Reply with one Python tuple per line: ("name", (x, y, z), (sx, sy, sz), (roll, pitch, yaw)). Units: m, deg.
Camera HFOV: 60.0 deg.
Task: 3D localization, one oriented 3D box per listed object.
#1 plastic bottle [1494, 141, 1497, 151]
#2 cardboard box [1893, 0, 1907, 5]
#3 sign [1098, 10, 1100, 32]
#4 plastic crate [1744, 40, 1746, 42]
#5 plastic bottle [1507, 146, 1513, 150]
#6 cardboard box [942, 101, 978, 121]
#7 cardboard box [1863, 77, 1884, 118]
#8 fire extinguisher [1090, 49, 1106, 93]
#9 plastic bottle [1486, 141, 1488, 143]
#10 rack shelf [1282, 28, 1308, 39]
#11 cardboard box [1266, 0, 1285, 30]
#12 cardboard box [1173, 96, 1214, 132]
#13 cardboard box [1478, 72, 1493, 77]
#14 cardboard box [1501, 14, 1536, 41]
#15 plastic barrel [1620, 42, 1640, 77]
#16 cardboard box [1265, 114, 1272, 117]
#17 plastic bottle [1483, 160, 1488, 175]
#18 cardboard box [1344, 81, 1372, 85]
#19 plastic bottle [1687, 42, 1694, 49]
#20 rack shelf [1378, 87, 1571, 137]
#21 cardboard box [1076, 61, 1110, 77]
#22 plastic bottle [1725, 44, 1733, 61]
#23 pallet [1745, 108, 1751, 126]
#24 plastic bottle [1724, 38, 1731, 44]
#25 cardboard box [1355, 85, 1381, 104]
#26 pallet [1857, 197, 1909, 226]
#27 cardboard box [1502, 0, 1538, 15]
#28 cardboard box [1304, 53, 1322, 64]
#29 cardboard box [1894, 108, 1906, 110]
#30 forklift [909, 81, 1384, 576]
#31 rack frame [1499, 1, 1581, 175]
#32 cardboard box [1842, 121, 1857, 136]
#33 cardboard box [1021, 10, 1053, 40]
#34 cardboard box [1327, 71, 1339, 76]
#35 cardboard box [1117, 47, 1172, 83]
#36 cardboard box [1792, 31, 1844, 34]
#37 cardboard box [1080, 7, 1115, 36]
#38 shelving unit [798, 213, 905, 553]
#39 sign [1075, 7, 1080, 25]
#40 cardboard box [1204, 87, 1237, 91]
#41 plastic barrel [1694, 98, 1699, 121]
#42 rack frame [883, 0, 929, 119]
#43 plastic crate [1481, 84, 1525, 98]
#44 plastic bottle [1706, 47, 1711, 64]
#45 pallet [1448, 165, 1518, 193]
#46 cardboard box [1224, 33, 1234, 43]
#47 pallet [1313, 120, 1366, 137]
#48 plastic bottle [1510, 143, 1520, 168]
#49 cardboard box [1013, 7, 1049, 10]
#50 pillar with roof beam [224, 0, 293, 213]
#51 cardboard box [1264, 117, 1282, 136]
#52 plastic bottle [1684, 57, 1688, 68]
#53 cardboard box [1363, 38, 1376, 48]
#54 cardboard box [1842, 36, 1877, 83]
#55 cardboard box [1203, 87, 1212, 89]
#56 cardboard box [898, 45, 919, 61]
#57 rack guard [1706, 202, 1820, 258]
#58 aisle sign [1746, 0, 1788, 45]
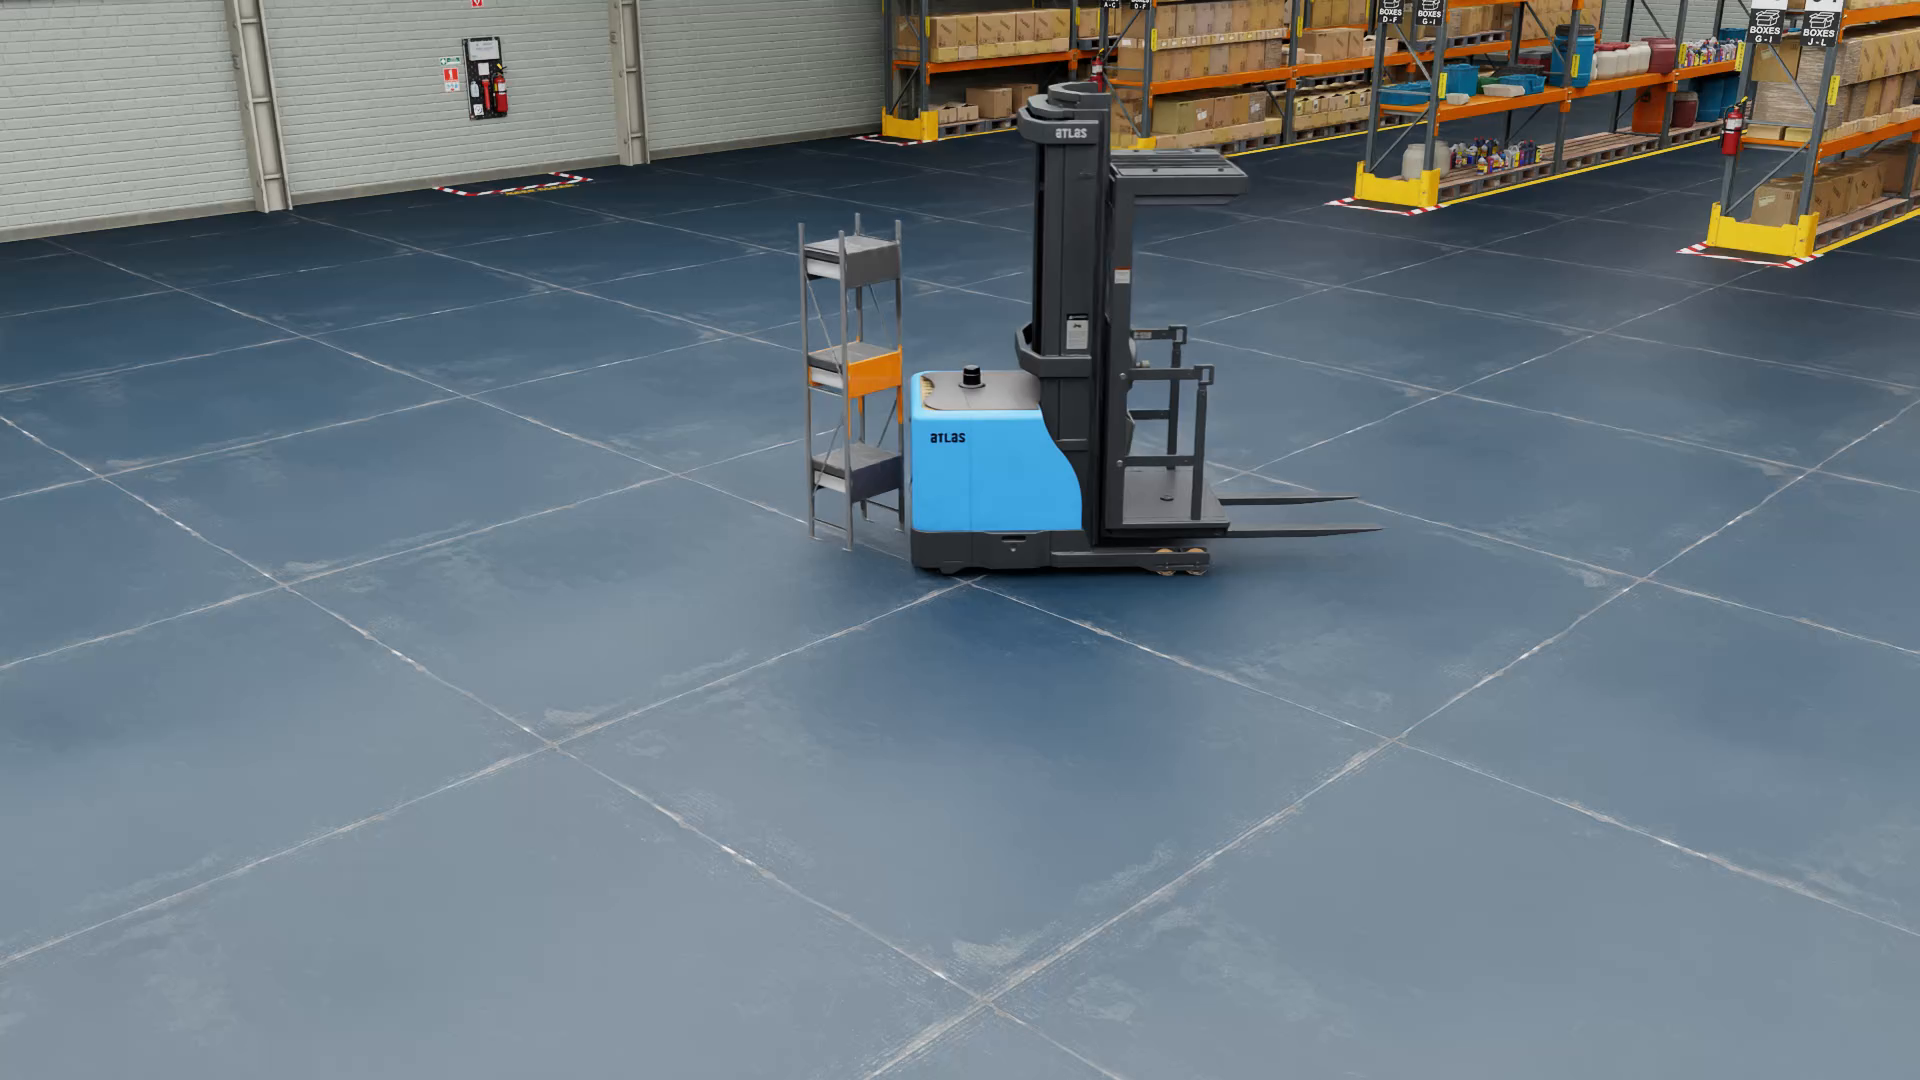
("plastic bottle", (8.268, -6.043, 25.788), (0.061, 0.283, 0.133), (19, 28, 41))
("cardboard box", (11.277, -6.711, 20.382), (0.500, 0.250, 0.500), (-19, 28, -40))
("sign", (2.218, -8.197, 26.276), (0.100, 0.325, 0.005), (19, 28, 41))
("plastic crate", (15.103, -9.505, 31.923), (0.437, 0.125, 0.590), (19, 28, 41))
("plastic bottle", (8.434, -5.872, 25.353), (0.152, 0.276, 0.135), (19, 28, 41))
("cardboard box", (-0.010, -7.897, 30.575), (0.500, 0.311, 0.500), (-17, 27, -38))
("cardboard box", (11.095, -5.648, 21.034), (0.875, 0.500, 0.500), (19, 28, 41))
("fire extinguisher", (2.182, -7.456, 26.400), (0.296, 0.674, 0.183), (19, 28, 41))
("plastic bottle", (8.192, -6.066, 25.858), (0.135, 0.276, 0.152), (-19, 28, -40))
("rack shelf", (6.021, -10.880, 36.203), (1.077, 0.370, 4.000), (19, 28, 41))
("cardboard box", (5.082, -8.971, 28.287), (0.700, 0.500, 0.500), (19, 28, 41))
("cardboard box", (3.818, -7.012, 27.339), (0.500, 0.500, 0.500), (19, 28, 41))
("cardboard box", (10.478, -9.206, 33.716), (0.500, 0.500, 0.500), (19, 28, 41))
("cardboard box", (11.519, -10.601, 34.334), (0.500, 0.500, 0.500), (-19, 28, -41))
("plastic barrel", (10.866, -7.848, 27.157), (0.421, 0.512, 0.421), (0, 21, 0))
("cardboard box", (5.469, -7.526, 29.722), (0.500, 0.250, 0.500), (19, 28, 40))
("plastic bottle", (7.704, -5.480, 24.437), (0.097, 0.201, 0.097), (0, 21, 0))
("cardboard box", (7.602, -8.576, 31.672), (0.500, 0.311, 0.500), (-19, 28, -40))
("plastic bottle", (13.273, -8.931, 30.302), (0.152, 0.276, 0.135), (19, 28, 41))
("rack shelf", (7.539, -6.344, 24.402), (1.077, 0.370, 4.000), (19, 28, 41))
("cardboard box", (2.642, -9.370, 33.096), (0.500, 0.250, 0.500), (19, 28, 40))
("plastic bottle", (13.771, -8.752, 29.837), (0.152, 0.276, 0.135), (19, 28, 41))
("pallet", (15.000, -8.147, 31.978), (1.003, 0.211, 1.213), (19, 28, 41))
("plastic bottle", (13.876, -8.898, 30.112), (0.144, 0.351, 0.185), (19, 28, 41))
("cardboard box", (7.631, -8.306, 30.968), (0.500, 0.311, 0.500), (19, 28, 40))
("pallet", (12.039, -4.471, 22.413), (1.003, 0.211, 1.213), (19, 28, 41))
("cardboard box", (11.499, -11.055, 34.123), (0.500, 0.500, 0.500), (-19, 28, -41))
("cardboard box", (6.152, -8.494, 29.343), (0.380, 0.149, 0.250), (19, 28, 41))
("cardboard box", (12.145, -5.597, 21.806), (0.380, 0.149, 0.250), (19, 28, 41))
("forklift", (1.190, -1.333, 10.457), (3.031, 2.935, 1.130), (-1, 21, -2))
("rack frame", (8.934, -7.194, 25.610), (1.000, 3.000, 0.127), (19, 28, 41))
("cardboard box", (10.774, -5.074, 20.446), (0.380, 0.149, 0.250), (19, 28, 41))
("cardboard box", (1.383, -9.634, 31.095), (0.500, 0.500, 0.500), (19, 28, 40))
("cardboard box", (8.364, -11.054, 38.552), (0.700, 0.500, 0.500), (19, 28, 40))
("cardboard box", (2.932, -7.570, 26.449), (0.700, 0.500, 0.500), (19, 28, 41))
("cardboard box", (10.594, -6.039, 20.659), (0.500, 0.500, 0.500), (19, 28, 41))
("cardboard box", (2.610, -10.190, 32.652), (0.500, 0.500, 0.700), (-17, 27, -37))
("shelving unit", (-0.689, -1.009, 10.772), (0.431, 2.100, 0.503), (18, 28, 39))
("sign", (2.230, -9.944, 31.558), (0.100, 0.325, 0.005), (19, 28, 41))
("cardboard box", (4.496, -7.526, 28.676), (0.500, 0.500, 0.500), (19, 28, 41))
("plastic barrel", (13.171, -7.845, 30.186), (0.421, 0.512, 0.421), (0, 21, 0))
("rack frame", (-0.955, -8.645, 29.386), (1.000, 3.000, 0.127), (19, 28, 41))
("plastic crate", (7.983, -6.590, 24.407), (0.530, 0.136, 0.437), (19, 28, 41))
("plastic bottle", (13.096, -8.484, 29.128), (0.061, 0.283, 0.133), (19, 28, 41))
("pallet", (7.584, -5.415, 24.869), (1.003, 0.211, 1.213), (19, 28, 41))
("cardboard box", (4.281, -8.266, 27.355), (0.250, 0.149, 0.380), (-19, 28, -40))
("pallet", (6.725, -7.647, 30.677), (1.003, 0.211, 1.213), (19, 28, 41))
("plastic bottle", (8.332, -5.793, 25.044), (0.144, 0.351, 0.185), (19, 28, 40))
("cardboard box", (1.358, -9.894, 31.772), (0.500, 0.500, 0.500), (18, 28, 39))
("pillar with roof beam", (-6.373, -7.680, 18.513), (9.100, 9.000, 0.400), (19, 28, 41))
("cardboard box", (5.221, -7.173, 28.804), (0.500, 0.250, 0.500), (19, 28, 41))
("plastic bottle", (12.426, -8.208, 28.525), (0.097, 0.201, 0.097), (0, 21, 0))
("cardboard box", (7.415, -9.240, 31.057), (0.500, 0.311, 0.500), (19, 28, 40))
("cardboard box", (10.625, -5.778, 19.979), (0.500, 0.500, 0.500), (19, 28, 41))
("cardboard box", (5.233, -10.050, 35.453), (0.750, 0.750, 0.750), (19, 28, 40))
("cardboard box", (-0.768, -8.753, 29.848), (0.500, 0.250, 0.500), (-20, 28, -41))
("rack guard", (9.745, -3.779, 20.209), (1.175, 0.500, 0.348), (19, 28, 41))
("aisle sign", (9.434, -6.199, 19.397), (0.394, 0.787, 0.004), (19, 28, 41))
